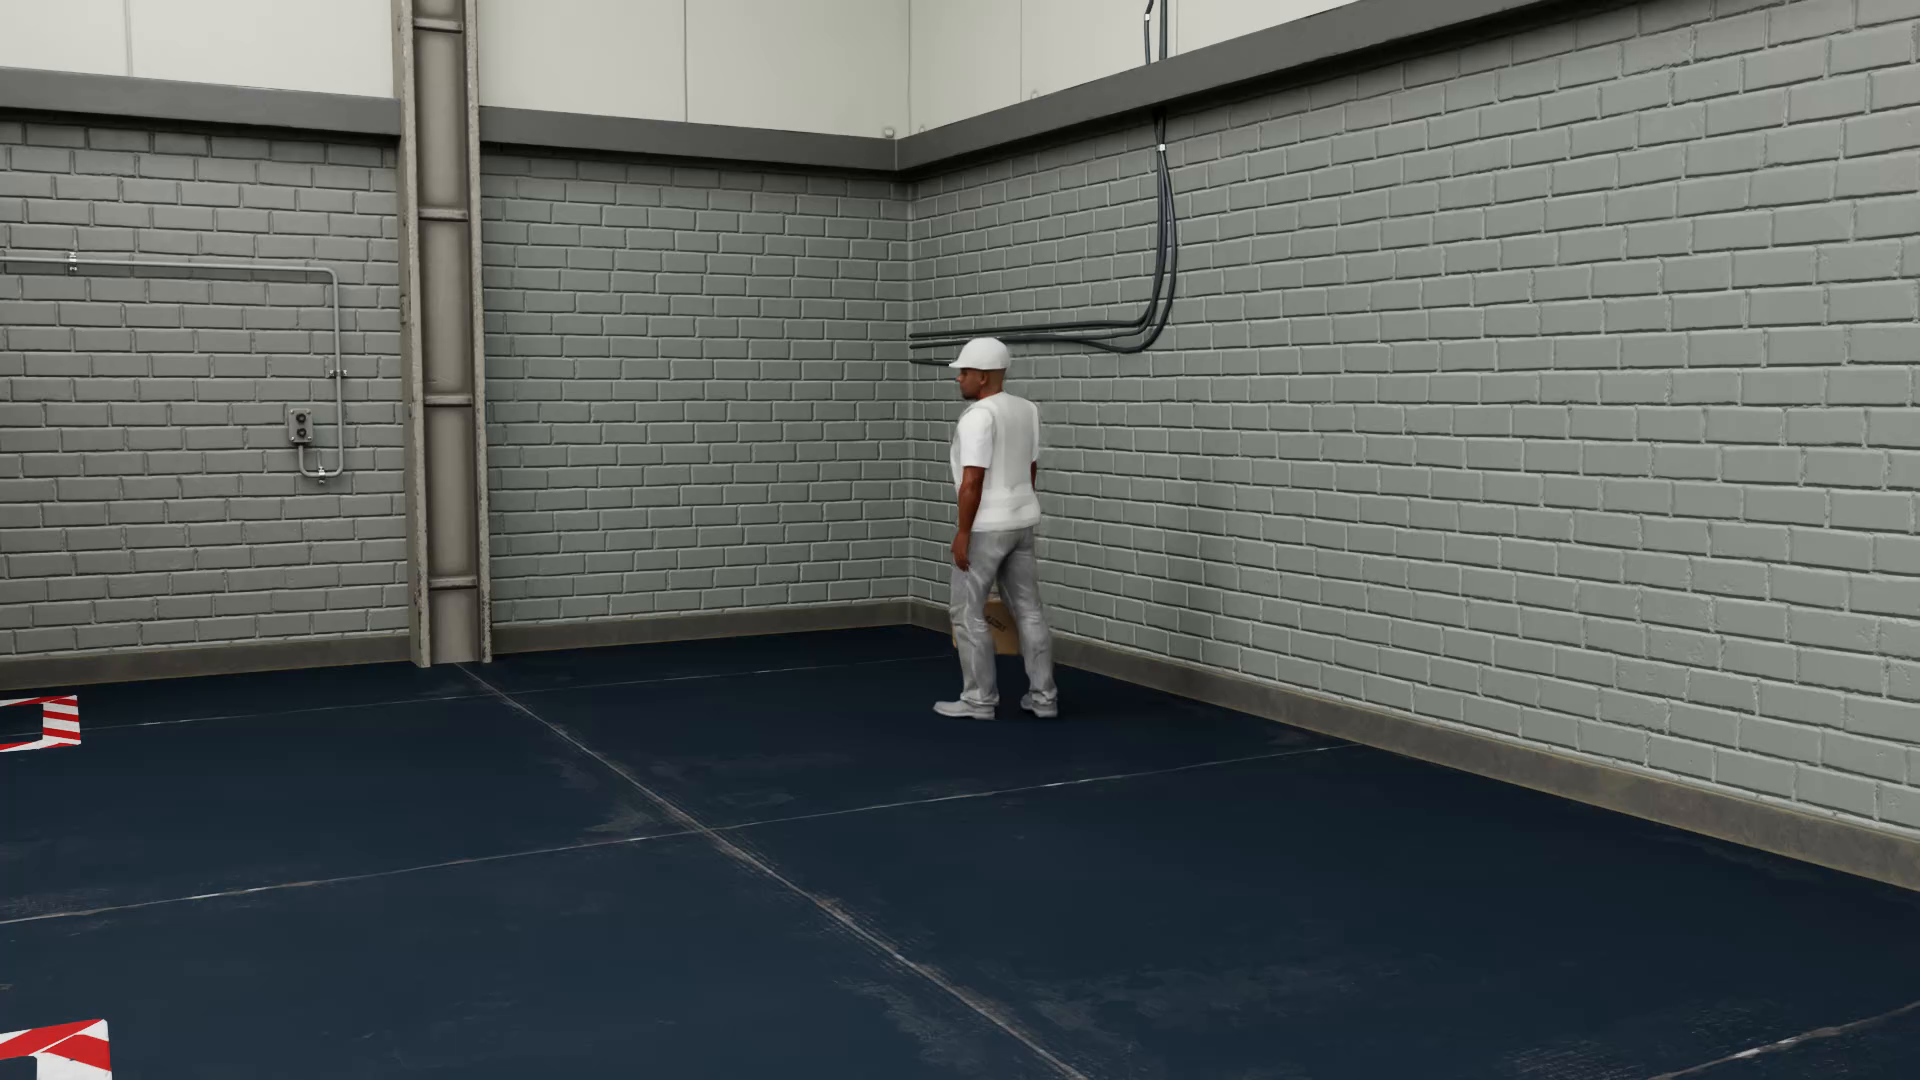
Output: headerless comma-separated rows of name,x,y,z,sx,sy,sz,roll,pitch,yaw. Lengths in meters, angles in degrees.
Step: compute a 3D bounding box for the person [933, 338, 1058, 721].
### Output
person,0.165,-0.047,7.682,0.558,1.761,0.577,4,6,37
